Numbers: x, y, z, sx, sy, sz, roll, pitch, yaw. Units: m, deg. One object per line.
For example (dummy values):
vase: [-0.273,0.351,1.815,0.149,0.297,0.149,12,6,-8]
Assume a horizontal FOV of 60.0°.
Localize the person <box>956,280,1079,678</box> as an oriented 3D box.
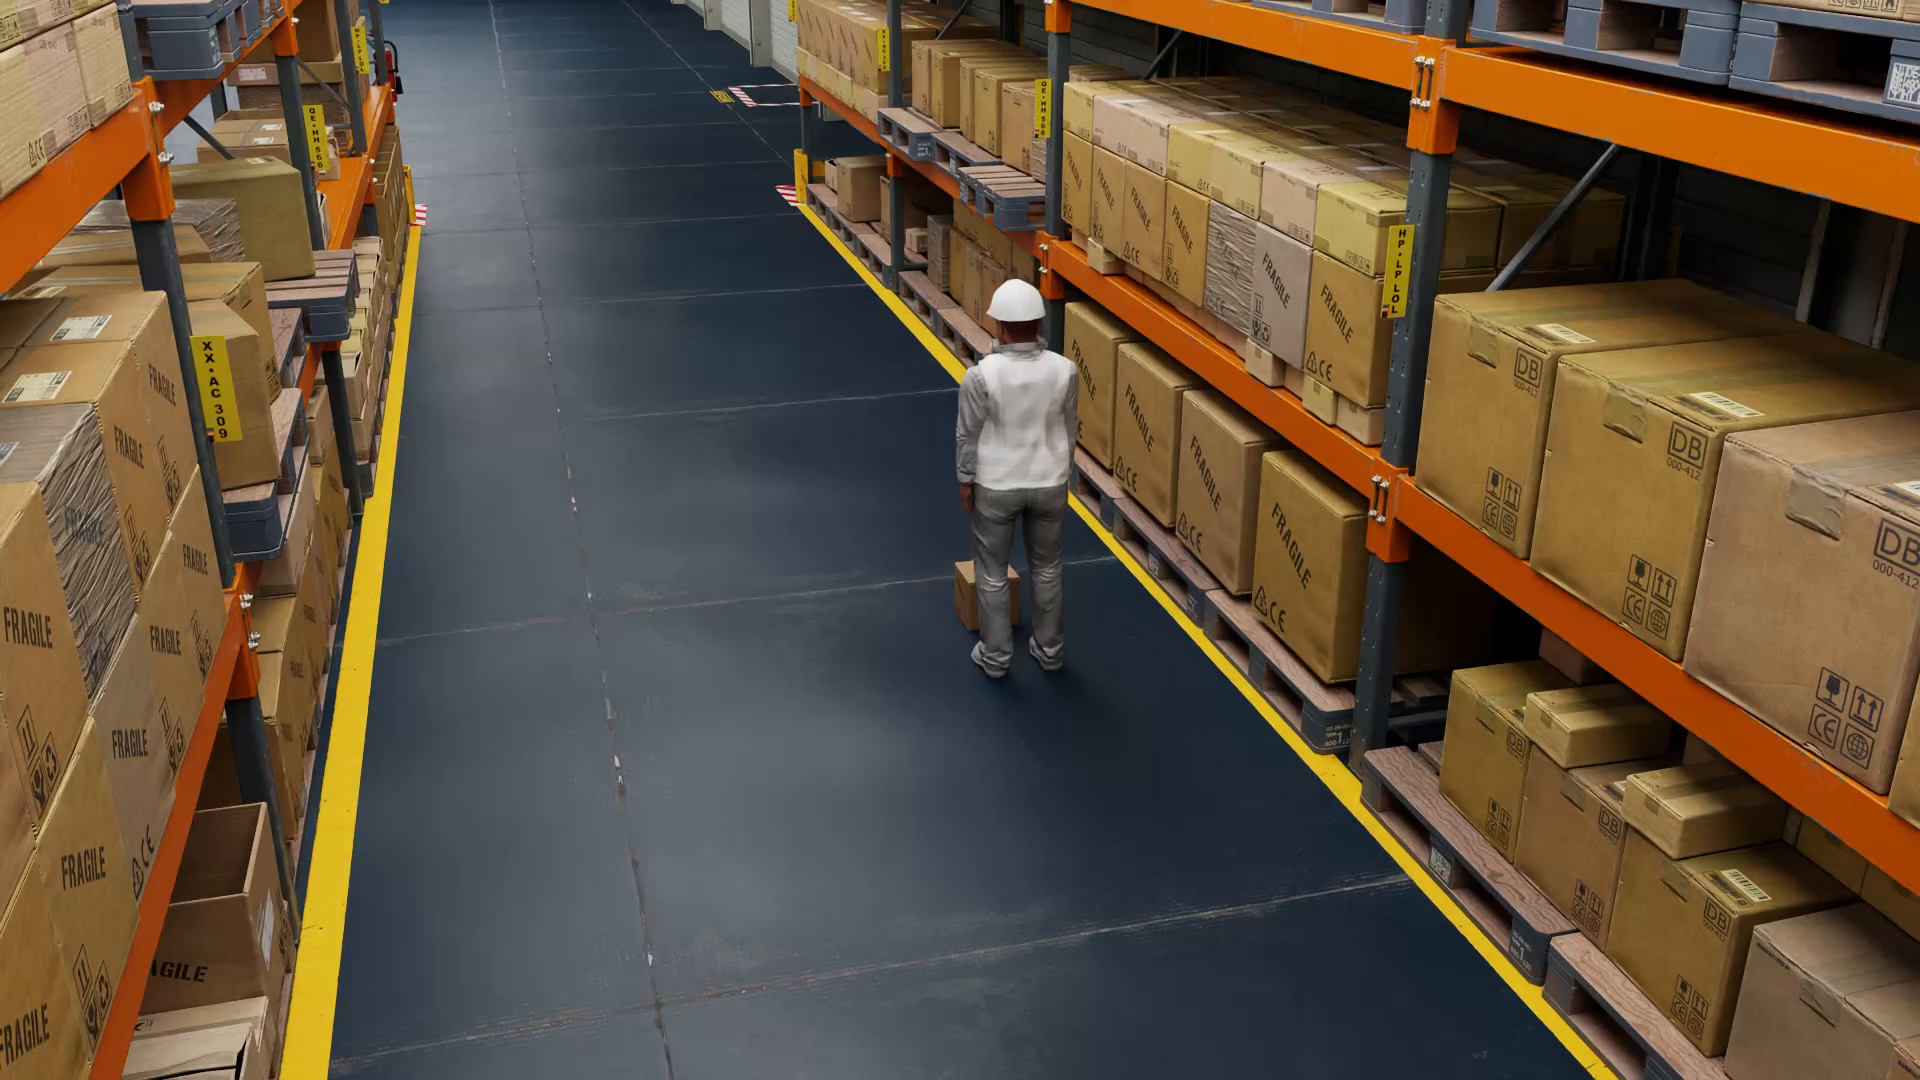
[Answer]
person: [0.239,-0.253,7.179,0.533,1.764,0.358,-5,23,-12]
